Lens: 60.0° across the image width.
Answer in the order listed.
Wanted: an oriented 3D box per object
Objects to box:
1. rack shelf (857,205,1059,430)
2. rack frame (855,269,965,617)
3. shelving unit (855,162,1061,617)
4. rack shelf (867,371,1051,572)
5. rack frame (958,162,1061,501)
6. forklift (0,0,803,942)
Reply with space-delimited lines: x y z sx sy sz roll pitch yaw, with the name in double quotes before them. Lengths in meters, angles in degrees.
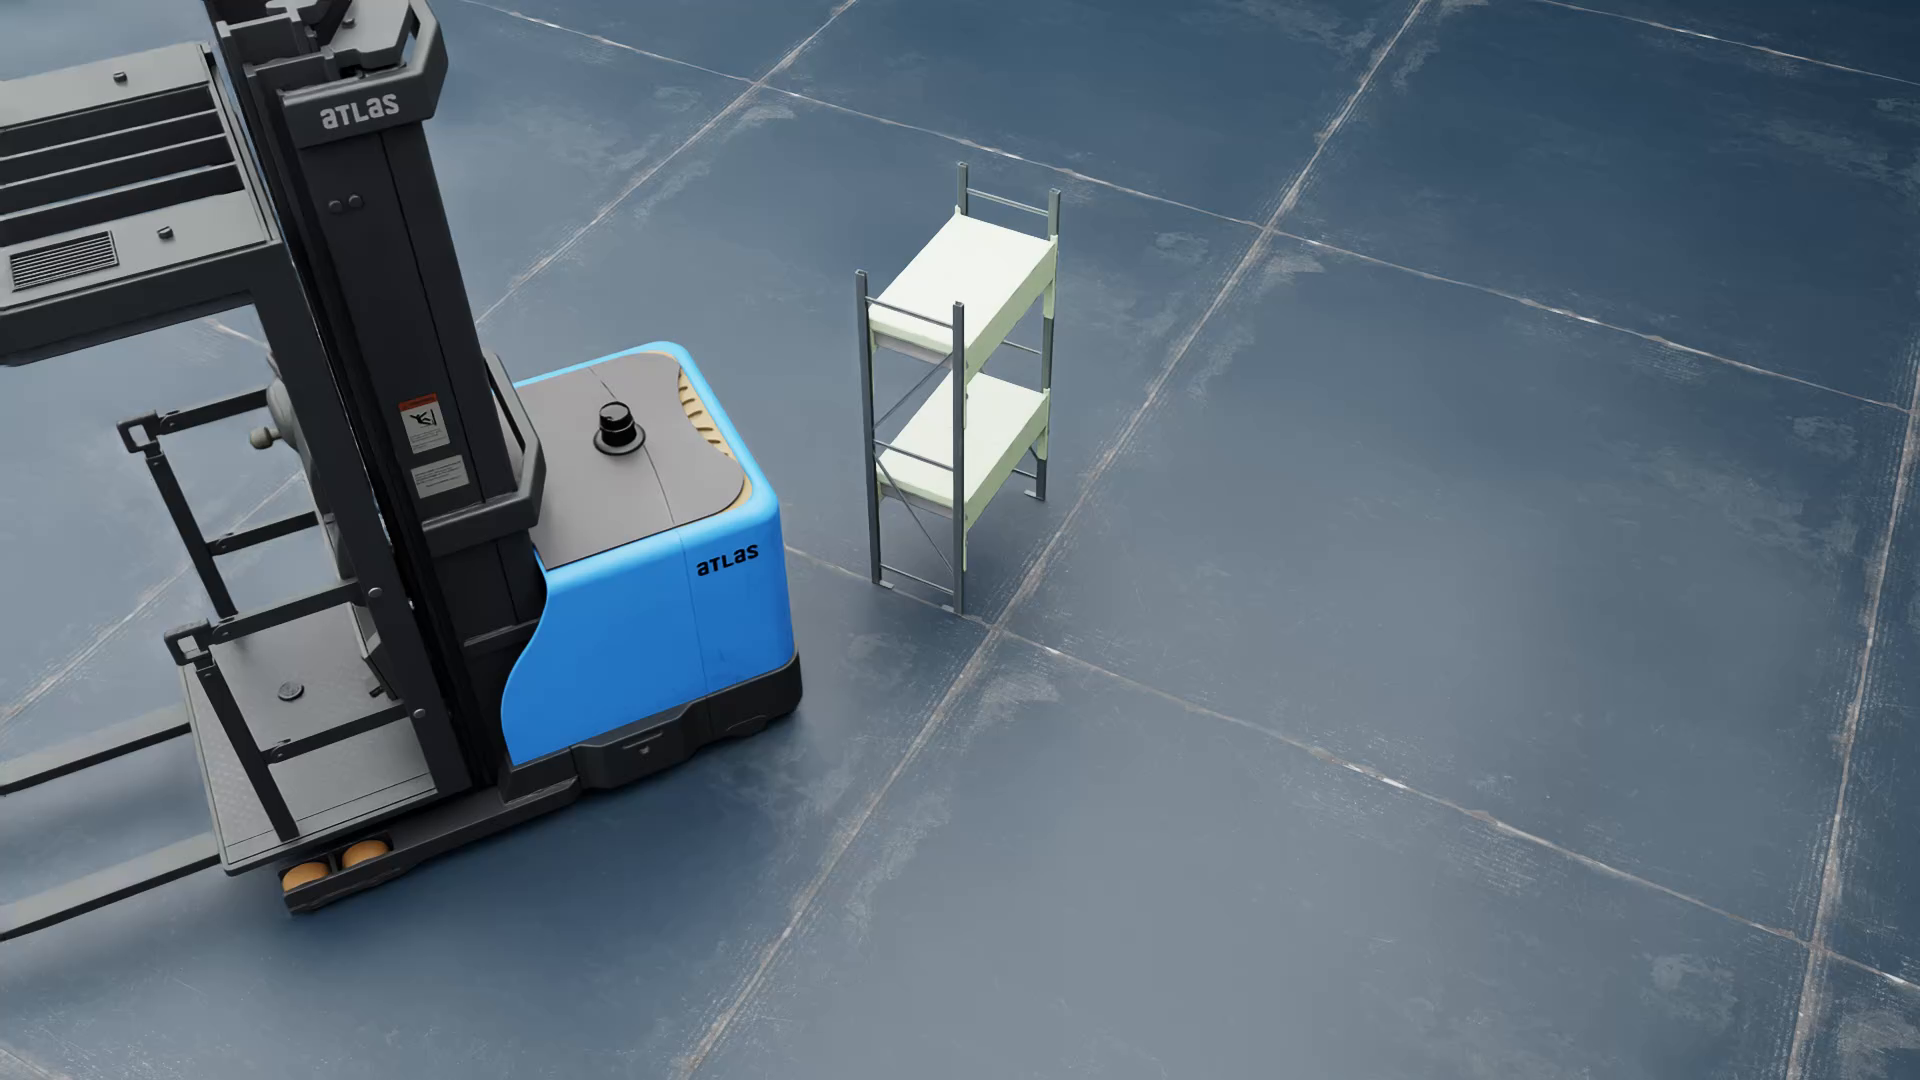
"rack shelf" 0.003 -0.806 5.943 0.431 0.370 0.720 20 49 19
"rack frame" -0.167 -0.301 5.993 0.400 1.500 0.023 20 49 19
"shelving unit" 0.003 -0.531 6.221 0.431 1.500 0.755 20 49 19
"rack shelf" 0.003 -0.302 6.453 0.431 0.370 0.720 20 49 19
"rack frame" 0.173 -0.762 6.449 0.400 1.500 0.023 20 49 19
"forklift" -2.128 -0.233 4.919 3.031 2.935 1.130 -20 49 -18
